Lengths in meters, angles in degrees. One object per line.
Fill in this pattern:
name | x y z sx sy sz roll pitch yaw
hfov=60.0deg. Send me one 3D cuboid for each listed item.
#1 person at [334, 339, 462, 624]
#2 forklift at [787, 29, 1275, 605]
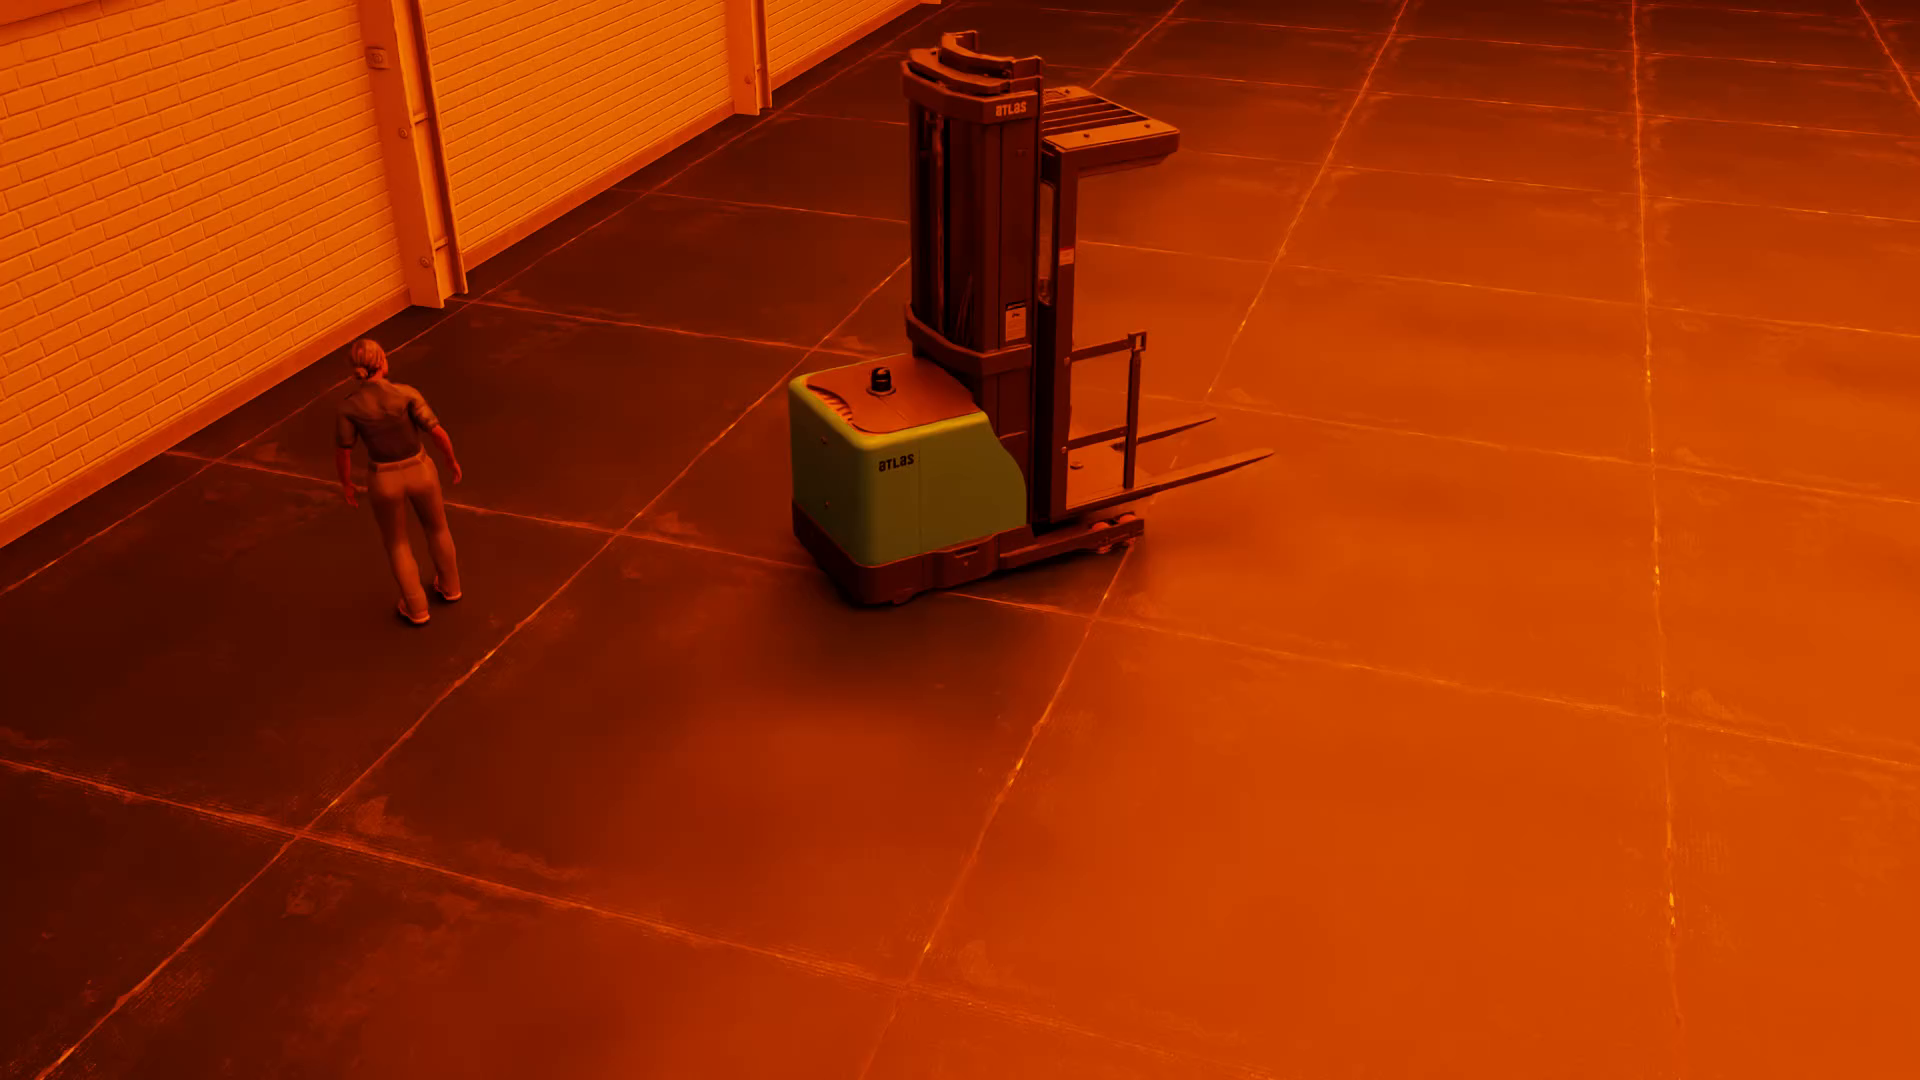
person | -3.050 -0.353 9.049 0.631 1.654 0.472 -13 32 -21
forklift | 0.531 -1.423 9.633 3.031 2.935 1.130 -15 33 -25
